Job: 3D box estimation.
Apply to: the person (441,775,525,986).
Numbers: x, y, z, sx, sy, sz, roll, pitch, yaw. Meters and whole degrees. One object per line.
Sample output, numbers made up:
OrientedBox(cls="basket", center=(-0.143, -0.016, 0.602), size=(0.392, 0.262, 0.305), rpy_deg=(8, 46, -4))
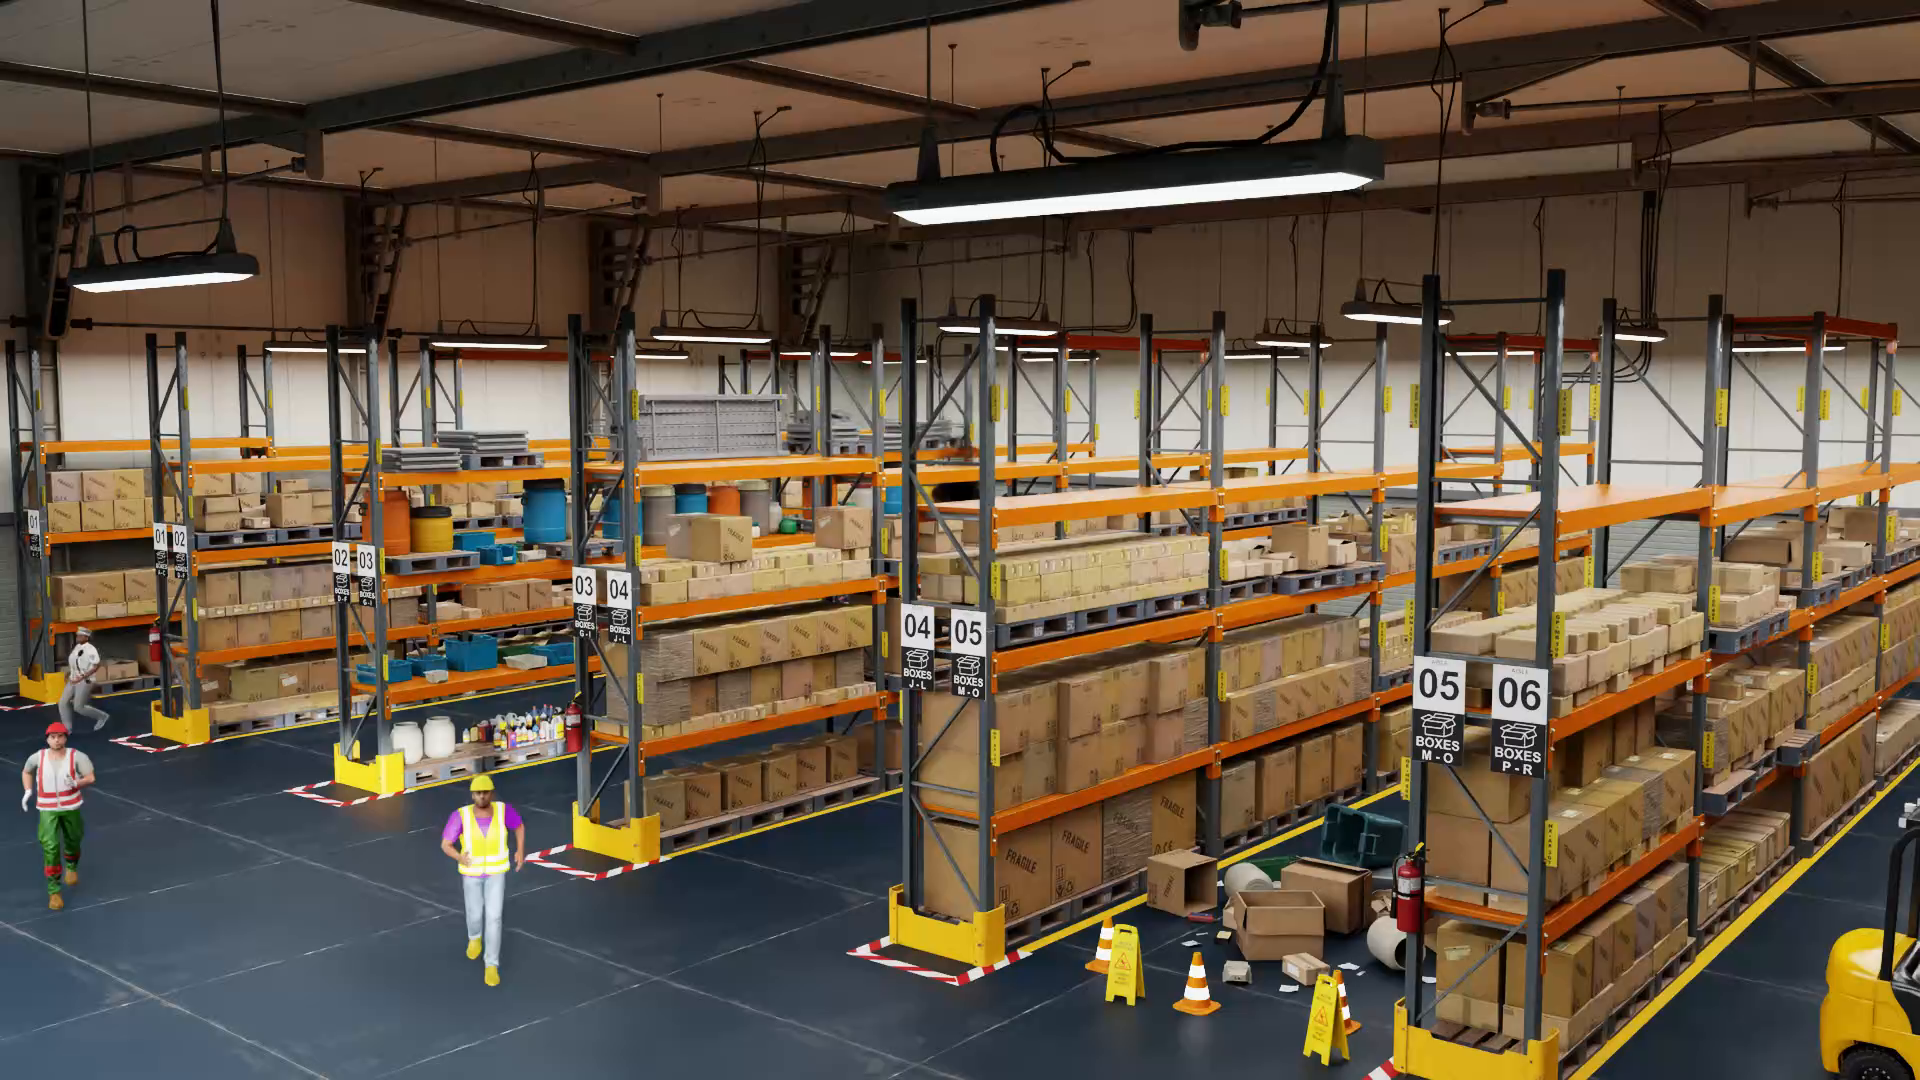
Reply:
OrientedBox(cls="person", center=(-4.220, 2.956, 14.757), size=(0.724, 1.782, 0.865), rpy_deg=(-2, 5, -17))

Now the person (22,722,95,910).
OrientedBox(cls="person", center=(-9.105, 2.729, 16.820), size=(0.659, 1.787, 0.980), rpy_deg=(-3, 6, -28))

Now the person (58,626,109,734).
OrientedBox(cls="person", center=(-13.219, 2.105, 24.983), size=(0.611, 1.641, 0.755), rpy_deg=(4, 6, 36))
